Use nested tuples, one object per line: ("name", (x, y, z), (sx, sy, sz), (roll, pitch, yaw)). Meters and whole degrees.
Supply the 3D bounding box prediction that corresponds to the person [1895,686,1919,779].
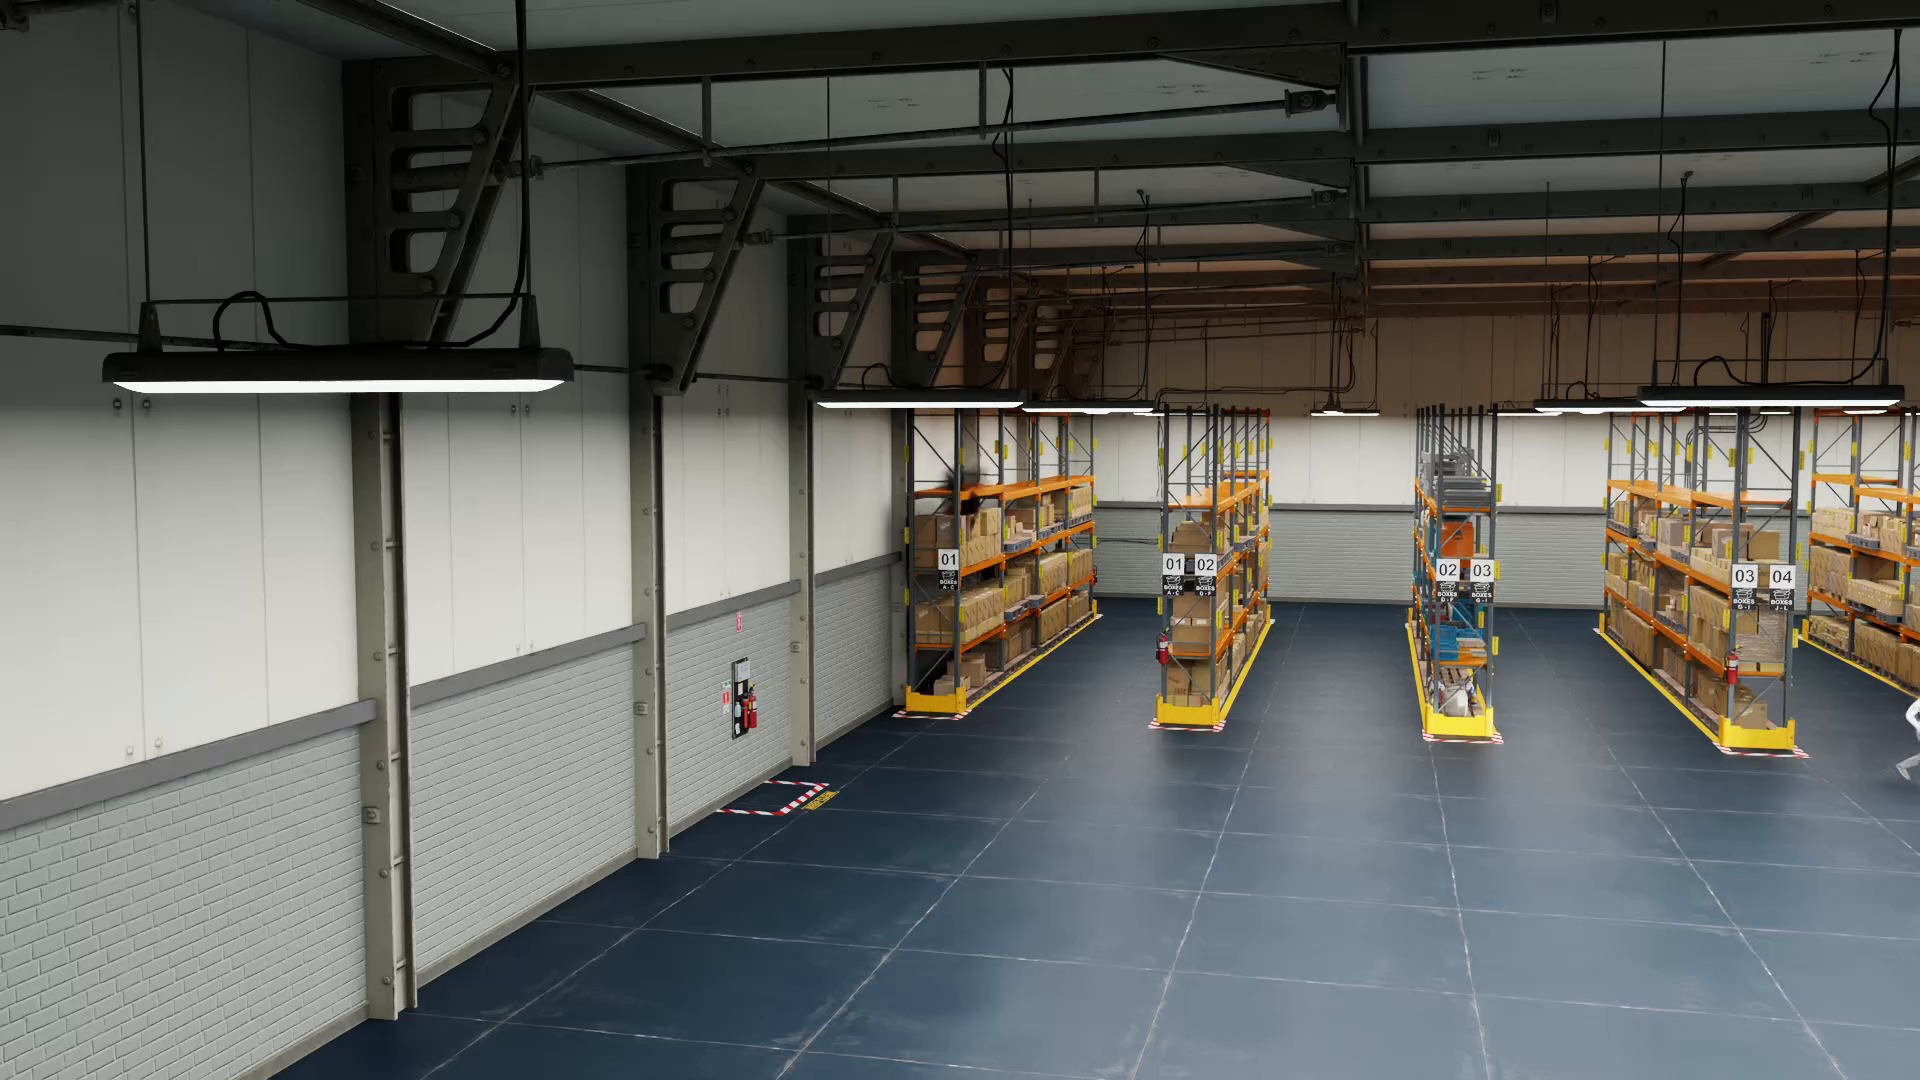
("person", (14.913, 3.014, 25.743), (0.495, 1.700, 0.829), (-3, 5, -34))
